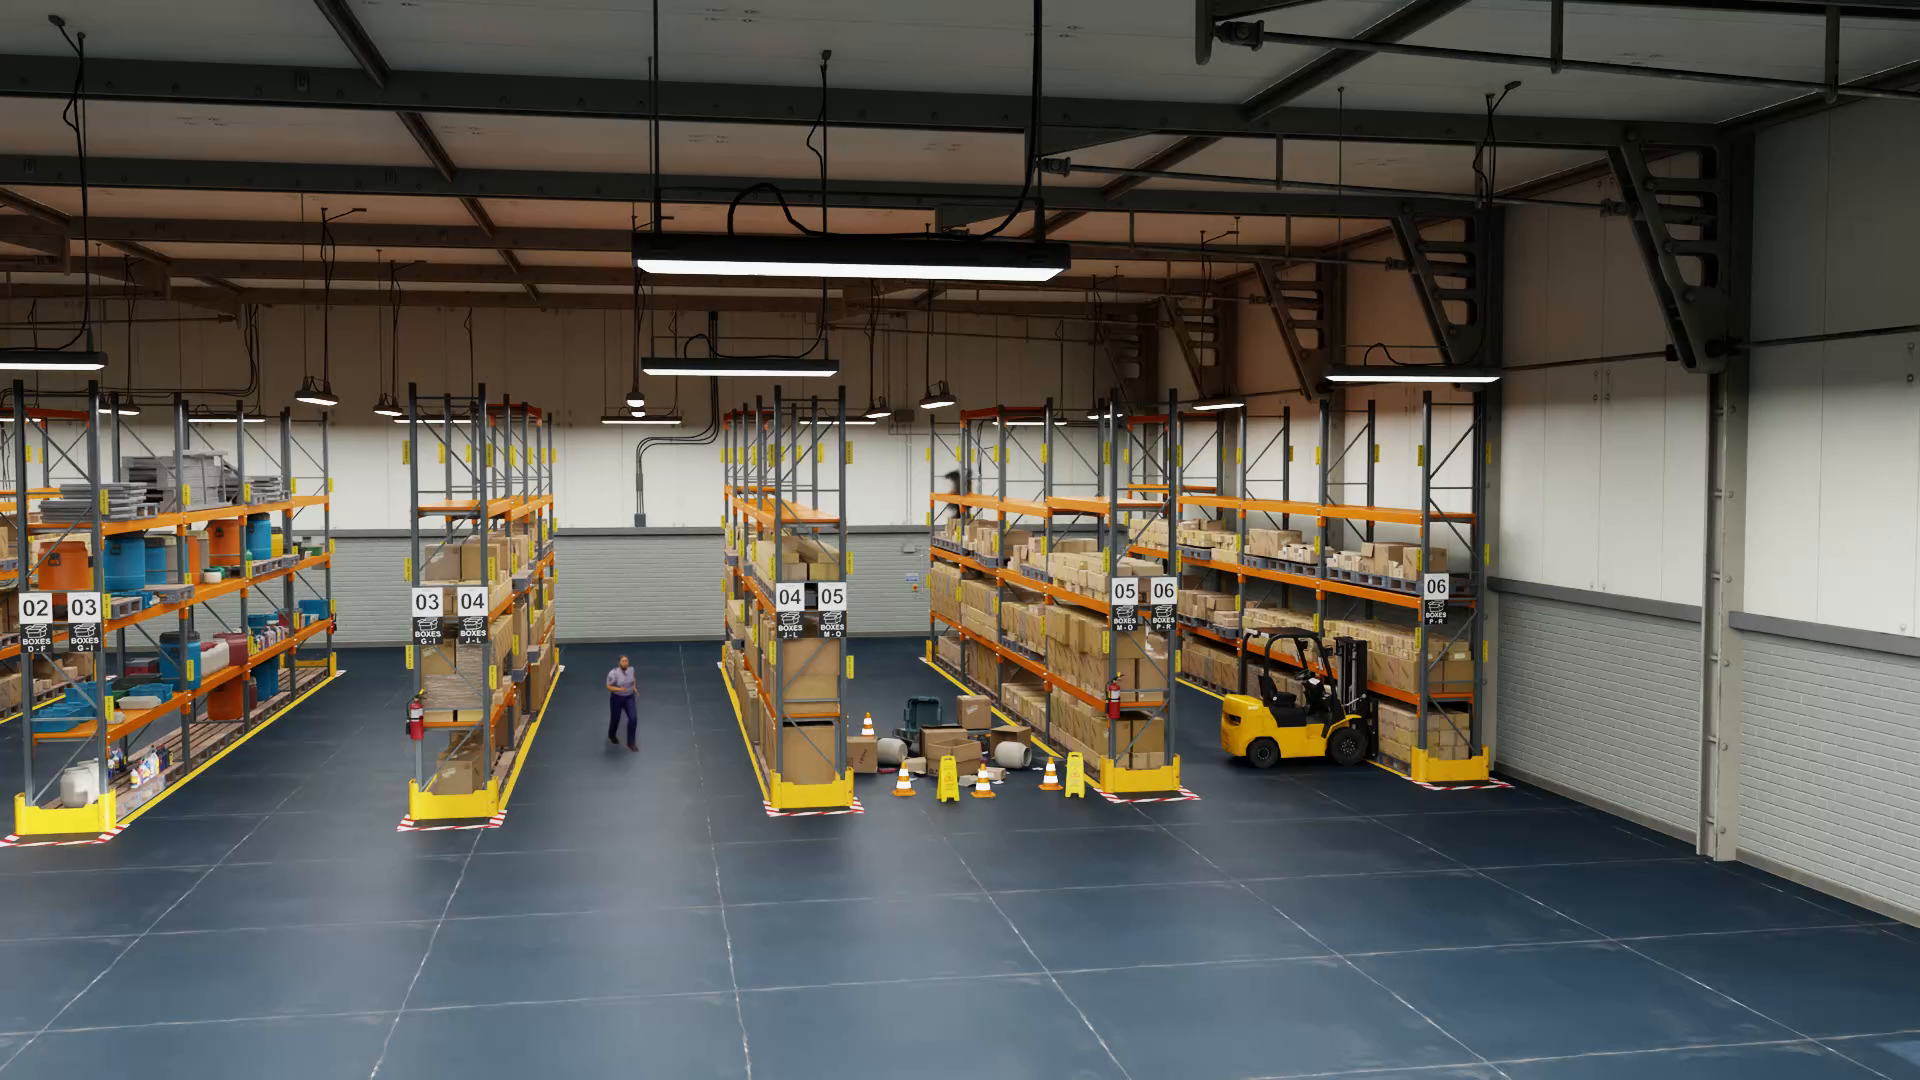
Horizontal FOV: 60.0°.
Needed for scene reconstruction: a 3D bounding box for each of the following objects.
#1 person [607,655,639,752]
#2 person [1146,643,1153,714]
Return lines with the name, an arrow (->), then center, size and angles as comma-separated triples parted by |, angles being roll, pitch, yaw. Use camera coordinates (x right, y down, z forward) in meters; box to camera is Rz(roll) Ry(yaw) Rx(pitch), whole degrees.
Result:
person -> -5.778, 2.755, 28.386 | 0.613, 1.638, 0.954 | -2, 3, -30
person -> 3.386, 2.525, 31.502 | 0.667, 1.749, 0.905 | -1, 3, -13
